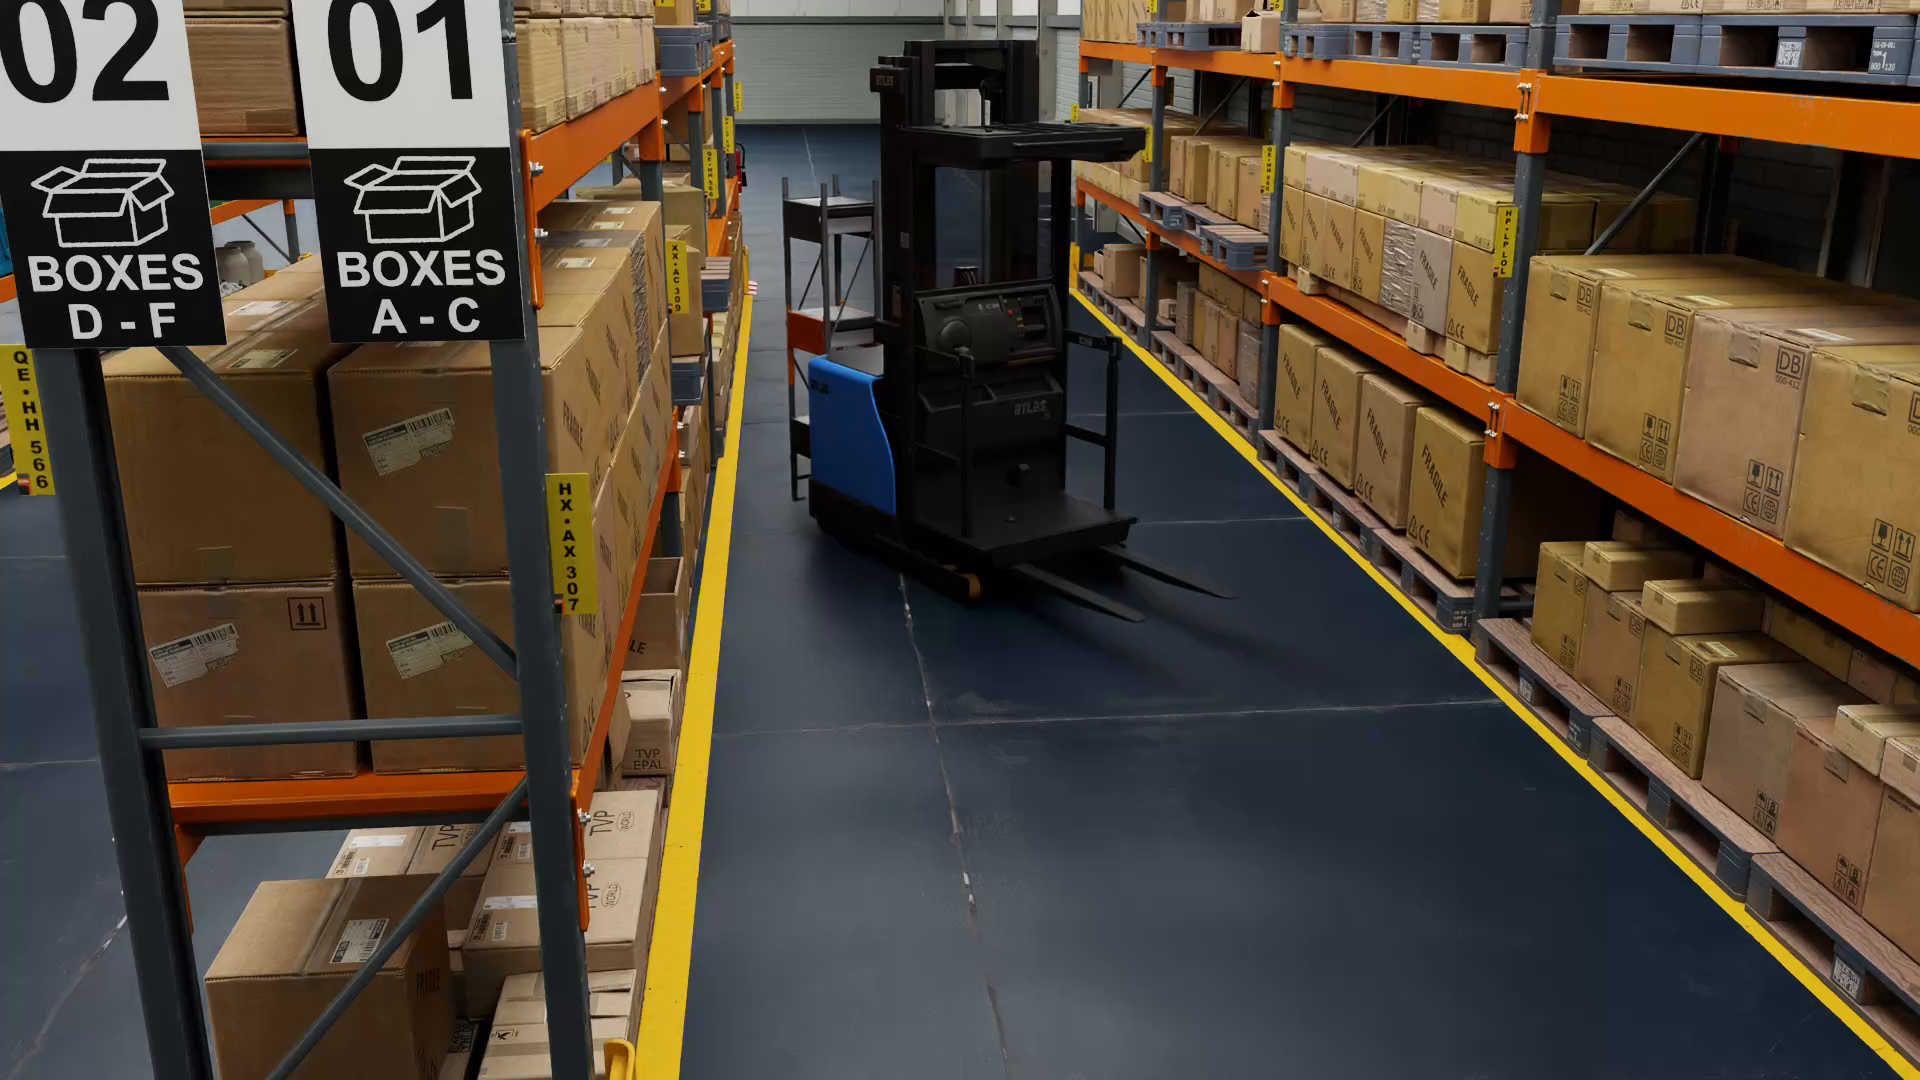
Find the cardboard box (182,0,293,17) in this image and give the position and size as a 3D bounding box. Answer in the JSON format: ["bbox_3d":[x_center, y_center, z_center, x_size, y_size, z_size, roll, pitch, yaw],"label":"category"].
[{"bbox_3d":[-1.711,-1.303,3.727,0.500,0.250,0.500,-2,18,-6],"label":"cardboard box"}]

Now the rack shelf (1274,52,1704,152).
[{"bbox_3d":[2.904,-2.589,9.610,1.077,0.370,4.000,-2,18,-6],"label":"rack shelf"}]

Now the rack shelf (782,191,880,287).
[{"bbox_3d":[-0.807,-1.894,10.413,0.431,0.518,0.480,-12,21,-32],"label":"rack shelf"}]

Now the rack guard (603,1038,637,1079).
[{"bbox_3d":[-1.412,1.610,4.213,1.175,0.500,0.348,-2,18,-6],"label":"rack guard"}]

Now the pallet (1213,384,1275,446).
[{"bbox_3d":[2.618,-1.000,13.009,1.003,0.211,1.213,-2,18,-6],"label":"pallet"}]

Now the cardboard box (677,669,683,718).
[{"bbox_3d":[-1.378,0.670,7.061,0.380,0.149,0.250,-2,18,-6],"label":"cardboard box"}]

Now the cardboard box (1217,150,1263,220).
[{"bbox_3d":[2.488,-2.865,13.394,0.700,0.500,0.500,-2,18,-6],"label":"cardboard box"}]

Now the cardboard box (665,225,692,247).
[{"bbox_3d":[-1.777,-1.350,8.603,0.700,0.500,0.500,1,17,3],"label":"cardboard box"}]

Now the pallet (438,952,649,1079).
[{"bbox_3d":[-1.495,1.511,5.013,1.003,0.211,1.213,-2,18,-6],"label":"pallet"}]

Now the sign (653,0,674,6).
[{"bbox_3d":[-1.278,-2.448,7.097,0.100,0.325,0.005,-2,18,-6],"label":"sign"}]

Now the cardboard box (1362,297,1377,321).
[{"bbox_3d":[2.670,-1.425,10.094,0.380,0.149,0.250,-2,18,-5],"label":"cardboard box"}]

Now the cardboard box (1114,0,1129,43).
[{"bbox_3d":[1.852,-5.235,16.637,0.500,0.500,0.500,-2,18,-8],"label":"cardboard box"}]

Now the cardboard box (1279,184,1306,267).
[{"bbox_3d":[2.493,-2.144,11.301,0.500,0.500,0.500,-1,17,-4],"label":"cardboard box"}]

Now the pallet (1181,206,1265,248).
[{"bbox_3d":[2.452,-2.594,13.753,1.003,0.211,1.213,-2,18,-6],"label":"pallet"}]

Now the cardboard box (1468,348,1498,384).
[{"bbox_3d":[2.793,-0.887,8.381,0.380,0.149,0.250,-2,18,-5],"label":"cardboard box"}]

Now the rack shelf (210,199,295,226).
[{"bbox_3d":[-7.776,-3.236,16.676,1.077,0.370,4.000,-2,18,-6],"label":"rack shelf"}]

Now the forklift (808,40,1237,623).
[{"bbox_3d":[0.297,-1.216,9.157,1.130,2.935,3.031,-12,21,-32],"label":"forklift"}]

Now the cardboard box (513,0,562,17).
[{"bbox_3d":[-1.199,-1.319,3.778,0.500,0.250,0.500,-2,18,-6],"label":"cardboard box"}]

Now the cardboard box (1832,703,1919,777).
[{"bbox_3d":[3.129,0.655,5.473,0.380,0.149,0.250,-1,17,-4],"label":"cardboard box"}]

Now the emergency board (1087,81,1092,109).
[{"bbox_3d":[1.969,-6.824,26.905,0.194,1.169,0.643,-2,18,-6],"label":"emergency board"}]

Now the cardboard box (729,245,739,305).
[{"bbox_3d":[-2.379,-2.529,15.862,0.500,0.500,0.500,-2,18,-6],"label":"cardboard box"}]

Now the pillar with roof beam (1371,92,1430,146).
[{"bbox_3d":[-0.858,-5.241,11.846,9.100,9.000,0.400,-2,18,-6],"label":"pillar with roof beam"}]

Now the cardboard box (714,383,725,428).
[{"bbox_3d":[-1.992,-0.997,12.234,0.500,0.250,0.500,-2,18,-6],"label":"cardboard box"}]

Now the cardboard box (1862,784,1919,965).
[{"bbox_3d":[3.351,1.073,5.224,0.700,0.500,0.500,-2,18,-6],"label":"cardboard box"}]

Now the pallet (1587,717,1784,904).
[{"bbox_3d":[3.239,1.018,6.582,1.003,0.211,1.213,-2,18,-6],"label":"pallet"}]

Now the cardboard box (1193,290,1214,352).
[{"bbox_3d":[2.480,-1.935,14.772,0.700,0.500,0.500,-2,18,-7],"label":"cardboard box"}]

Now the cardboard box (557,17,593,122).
[{"bbox_3d":[-1.243,-1.230,4.328,0.500,0.250,0.500,-2,18,-6],"label":"cardboard box"}]

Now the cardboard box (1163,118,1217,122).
[{"bbox_3d":[2.348,-4.034,16.984,0.500,0.500,0.500,-1,17,-4],"label":"cardboard box"}]

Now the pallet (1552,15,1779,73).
[{"bbox_3d":[3.184,-2.050,6.840,1.003,0.211,1.213,-2,18,-6],"label":"pallet"}]

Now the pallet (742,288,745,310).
[{"bbox_3d":[-2.934,-2.770,18.647,1.003,0.211,1.213,-2,18,-6],"label":"pallet"}]

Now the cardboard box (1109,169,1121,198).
[{"bbox_3d":[1.824,-3.657,17.034,0.500,0.250,0.500,-2,18,-6],"label":"cardboard box"}]

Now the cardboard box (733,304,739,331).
[{"bbox_3d":[-2.388,-2.171,15.973,0.500,0.250,0.500,-2,18,-6],"label":"cardboard box"}]

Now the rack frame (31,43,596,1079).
[{"bbox_3d":[-1.404,0.440,3.767,1.000,3.000,0.127,-2,18,-6],"label":"rack frame"}]

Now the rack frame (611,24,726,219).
[{"bbox_3d":[-2.642,-3.135,15.155,1.000,3.000,0.127,-2,18,-6],"label":"rack frame"}]

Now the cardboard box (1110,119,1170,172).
[{"bbox_3d":[1.830,-4.015,16.923,0.500,0.500,0.500,-2,18,-7],"label":"cardboard box"}]

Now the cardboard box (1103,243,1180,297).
[{"bbox_3d":[1.939,-2.899,17.843,0.700,0.500,0.500,-3,18,-9],"label":"cardboard box"}]

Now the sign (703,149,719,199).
[{"bbox_3d":[-1.691,-2.477,11.259,0.100,0.325,0.005,-2,18,-6],"label":"sign"}]

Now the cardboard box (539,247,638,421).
[{"bbox_3d":[-1.349,-0.681,5.502,0.500,0.500,0.500,-2,18,-6],"label":"cardboard box"}]

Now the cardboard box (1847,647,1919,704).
[{"bbox_3d":[3.457,0.493,5.987,0.380,0.149,0.250,-2,17,-5],"label":"cardboard box"}]

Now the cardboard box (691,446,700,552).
[{"bbox_3d":[-1.735,-0.228,9.334,0.500,0.500,0.500,-2,17,-5],"label":"cardboard box"}]

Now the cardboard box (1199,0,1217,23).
[{"bbox_3d":[2.325,-4.529,14.036,0.500,0.311,0.500,-1,17,-4],"label":"cardboard box"}]

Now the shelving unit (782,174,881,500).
[{"bbox_3d":[-0.807,-1.239,10.619,0.431,2.100,0.503,-12,21,-32],"label":"shelving unit"}]

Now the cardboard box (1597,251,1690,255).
[{"bbox_3d":[3.313,-1.250,8.452,0.500,0.500,0.500,-2,18,-8],"label":"cardboard box"}]

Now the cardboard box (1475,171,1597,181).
[{"bbox_3d":[3.204,-1.912,9.312,0.500,0.250,0.500,-2,18,-7],"label":"cardboard box"}]

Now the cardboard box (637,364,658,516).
[{"bbox_3d":[-1.400,-0.352,6.122,0.500,0.500,0.500,-1,17,-4],"label":"cardboard box"}]

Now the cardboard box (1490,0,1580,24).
[{"bbox_3d":[3.128,-2.860,8.369,0.700,0.500,0.500,-3,18,-9],"label":"cardboard box"}]

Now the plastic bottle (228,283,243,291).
[{"bbox_3d":[-7.358,-2.476,16.867,0.152,0.276,0.135,-2,18,-5],"label":"plastic bottle"}]

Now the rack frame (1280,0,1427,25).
[{"bbox_3d":[2.697,-4.960,10.951,1.000,3.000,0.127,-2,18,-6],"label":"rack frame"}]

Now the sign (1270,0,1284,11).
[{"bbox_3d":[2.157,-3.759,11.271,0.100,0.325,0.005,-2,18,-6],"label":"sign"}]

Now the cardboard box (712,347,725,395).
[{"bbox_3d":[-1.992,-1.264,12.150,0.500,0.311,0.500,-1,17,-4],"label":"cardboard box"}]

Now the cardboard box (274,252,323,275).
[{"bbox_3d":[-1.888,-0.666,5.456,0.500,0.500,0.500,-1,17,-4],"label":"cardboard box"}]

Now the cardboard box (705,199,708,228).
[{"bbox_3d":[-2.369,-2.814,14.358,0.396,0.266,0.258,-2,18,-7],"label":"cardboard box"}]

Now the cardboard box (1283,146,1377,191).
[{"bbox_3d":[2.491,-2.502,11.191,0.500,0.250,0.500,-1,17,-4],"label":"cardboard box"}]

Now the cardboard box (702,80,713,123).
[{"bbox_3d":[-2.850,-4.382,16.795,0.700,0.500,0.500,-2,18,-6],"label":"cardboard box"}]

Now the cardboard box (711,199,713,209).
[{"bbox_3d":[-2.755,-3.472,16.060,0.700,0.500,0.500,-2,18,-6],"label":"cardboard box"}]
